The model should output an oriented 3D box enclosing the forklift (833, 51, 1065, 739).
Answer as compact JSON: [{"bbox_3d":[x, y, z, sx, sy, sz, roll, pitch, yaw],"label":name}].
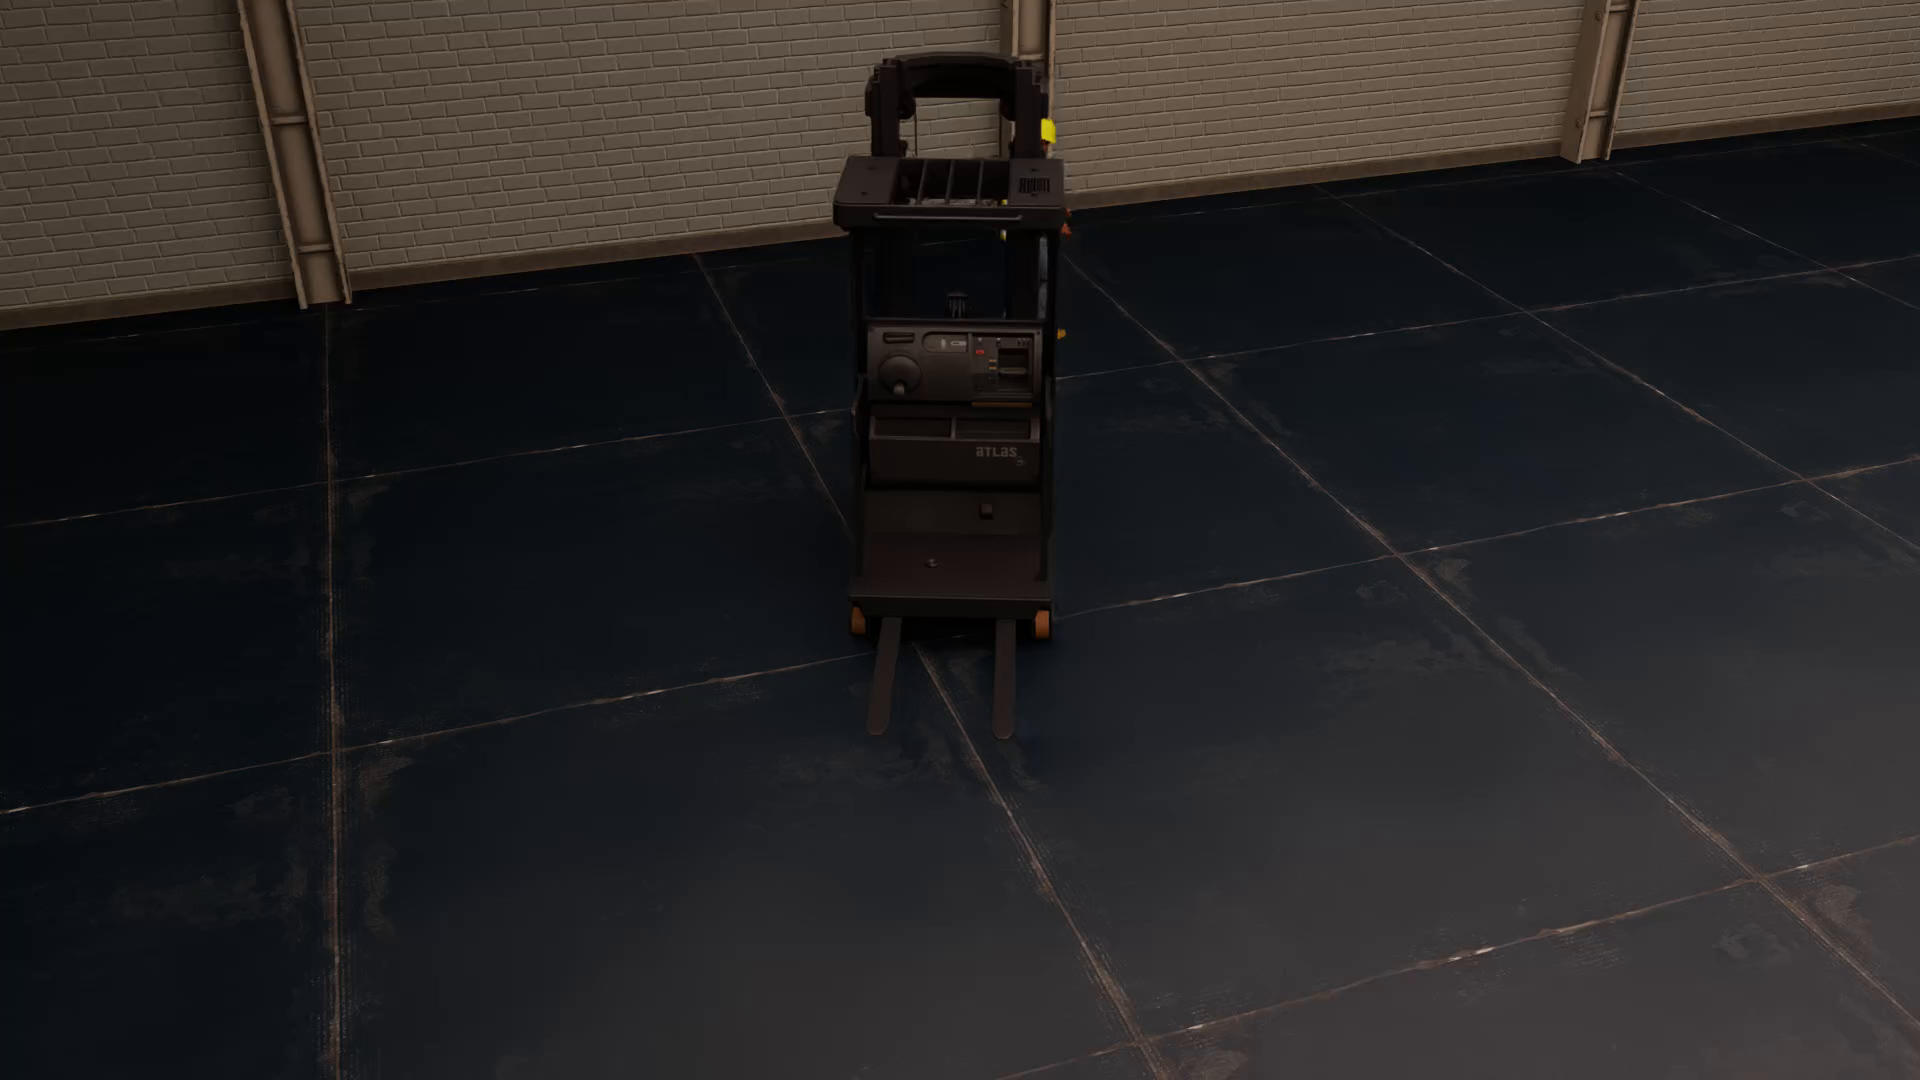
[{"bbox_3d":[-0.036,-0.892,8.637,1.130,2.935,3.031,1,30,2],"label":"forklift"}]

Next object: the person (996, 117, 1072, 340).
[{"bbox_3d":[0.591,-2.296,12.356,0.645,1.716,0.821,-5,30,-9],"label":"person"}]
